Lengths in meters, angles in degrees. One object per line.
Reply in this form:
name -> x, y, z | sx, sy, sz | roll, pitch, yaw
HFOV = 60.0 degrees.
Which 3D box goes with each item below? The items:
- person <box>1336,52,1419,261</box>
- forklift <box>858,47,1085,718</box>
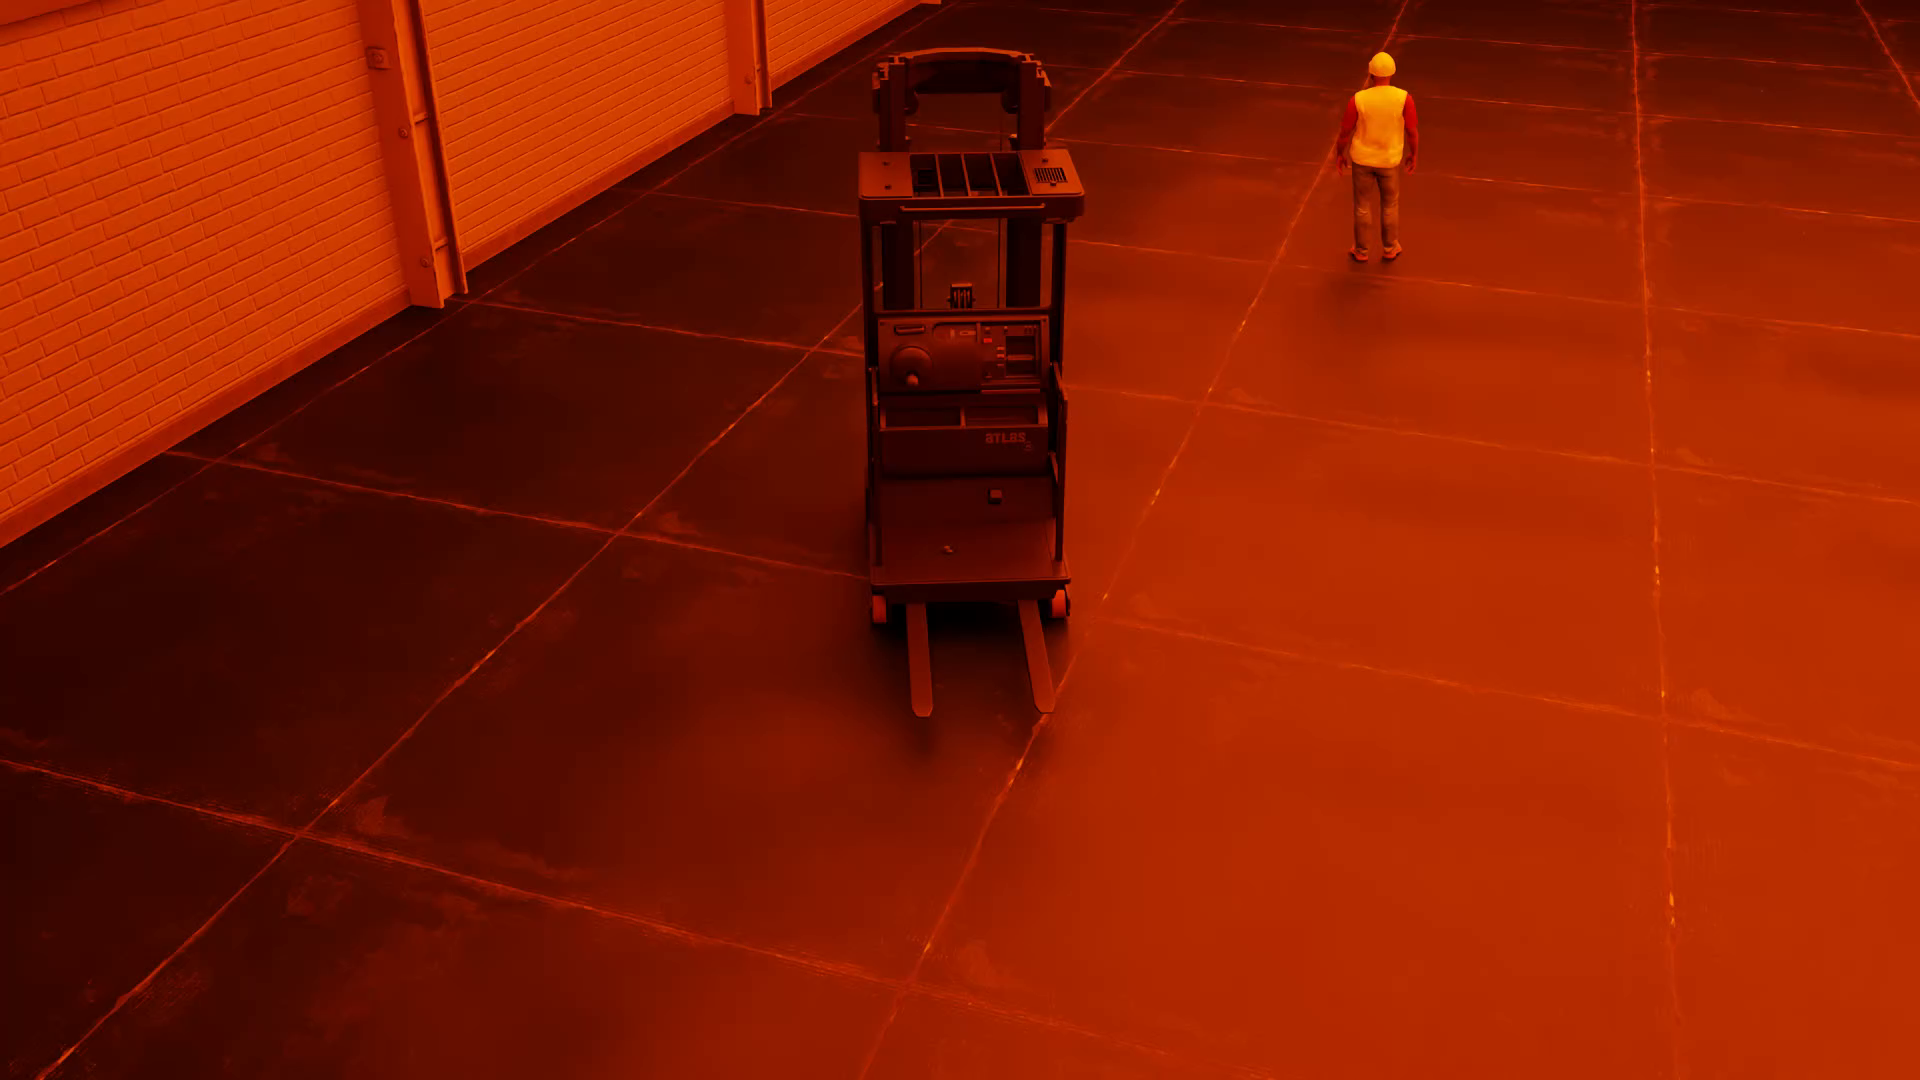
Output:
person -> 3.491, -3.220, 13.946 | 0.666, 1.766, 0.577 | 7, 30, 11
forklift -> 0.035, -0.972, 8.842 | 1.130, 2.935, 3.031 | -2, 30, -3
